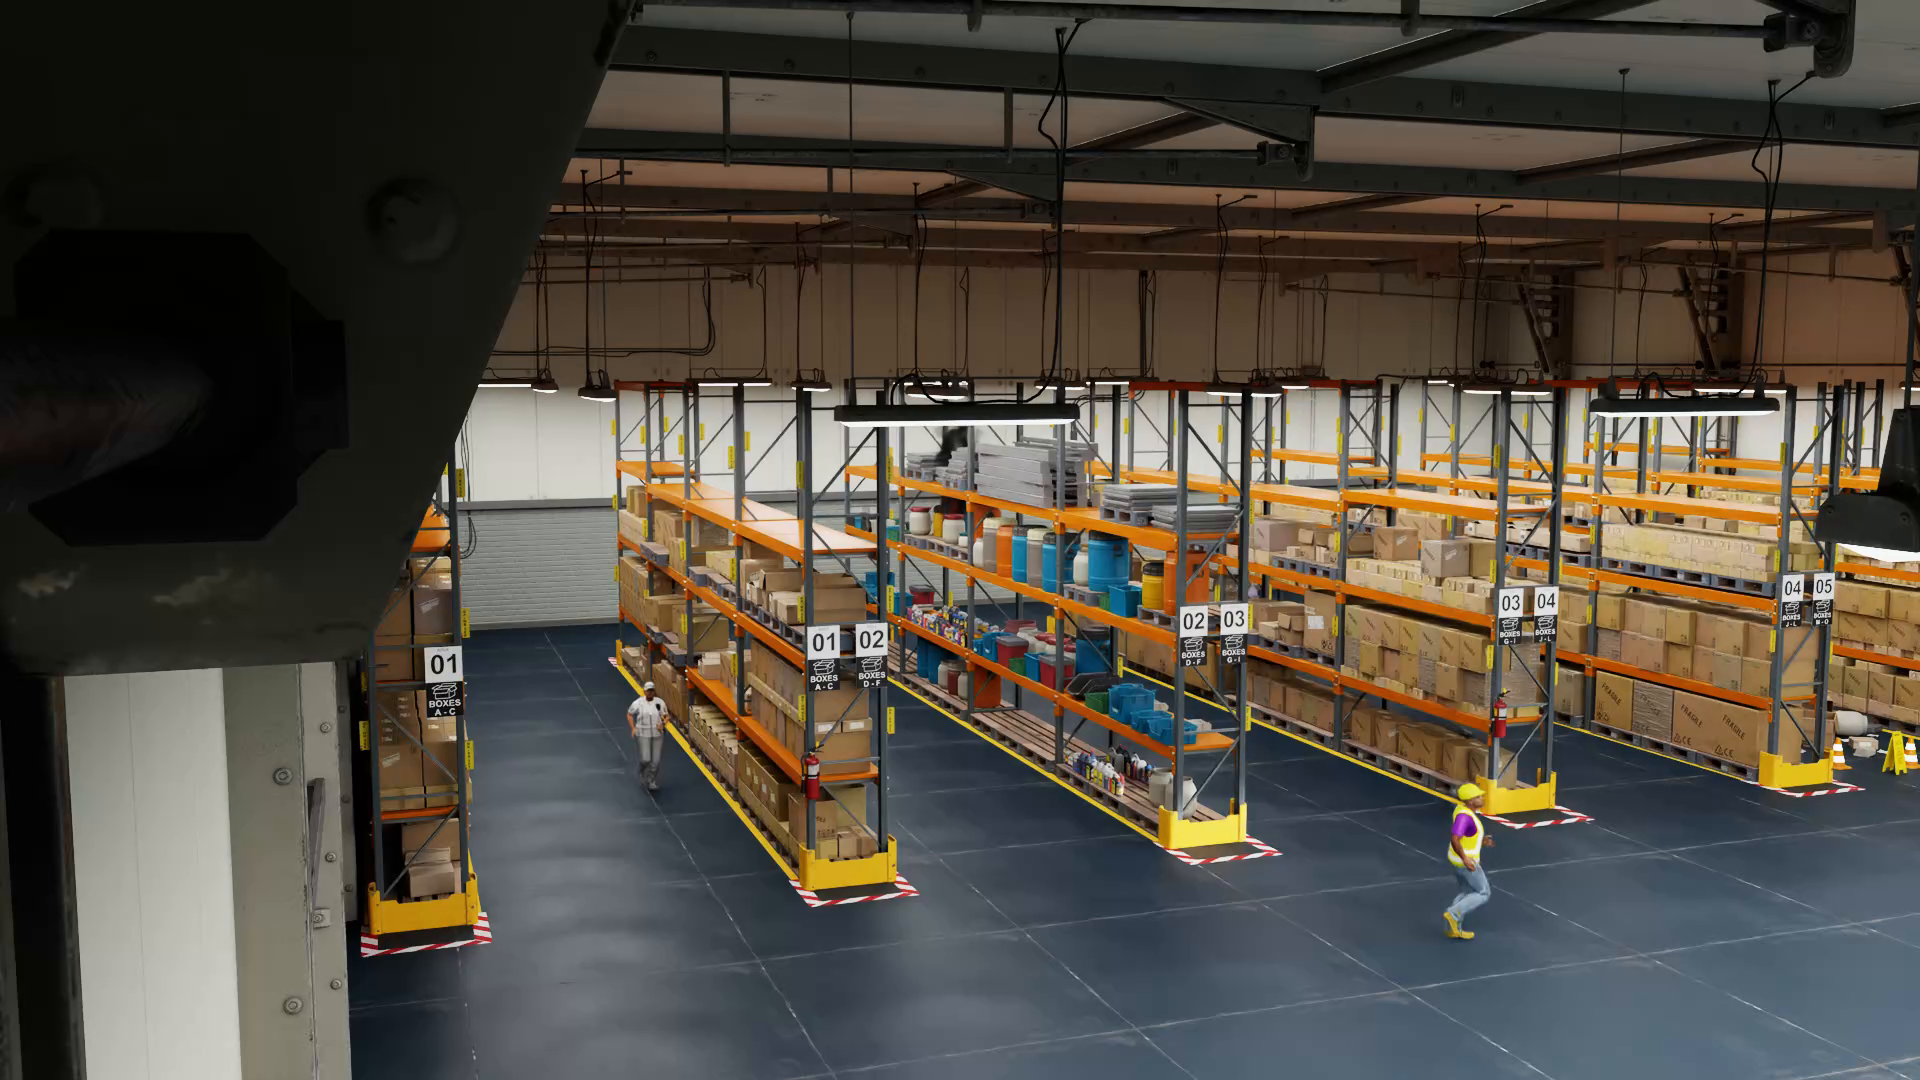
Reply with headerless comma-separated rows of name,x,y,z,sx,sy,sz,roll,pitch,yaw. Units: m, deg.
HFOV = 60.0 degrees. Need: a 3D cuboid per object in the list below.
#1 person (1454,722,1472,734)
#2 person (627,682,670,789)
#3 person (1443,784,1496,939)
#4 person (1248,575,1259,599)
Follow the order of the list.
person,8.703,2.512,28.325,0.572,1.652,0.559,-3,7,-29
person,-4.598,2.914,24.680,0.606,1.620,0.556,-2,6,-21
person,5.625,3.534,18.335,0.594,1.729,0.681,1,6,6
person,6.463,1.596,37.244,0.593,1.607,0.560,-2,6,-21
